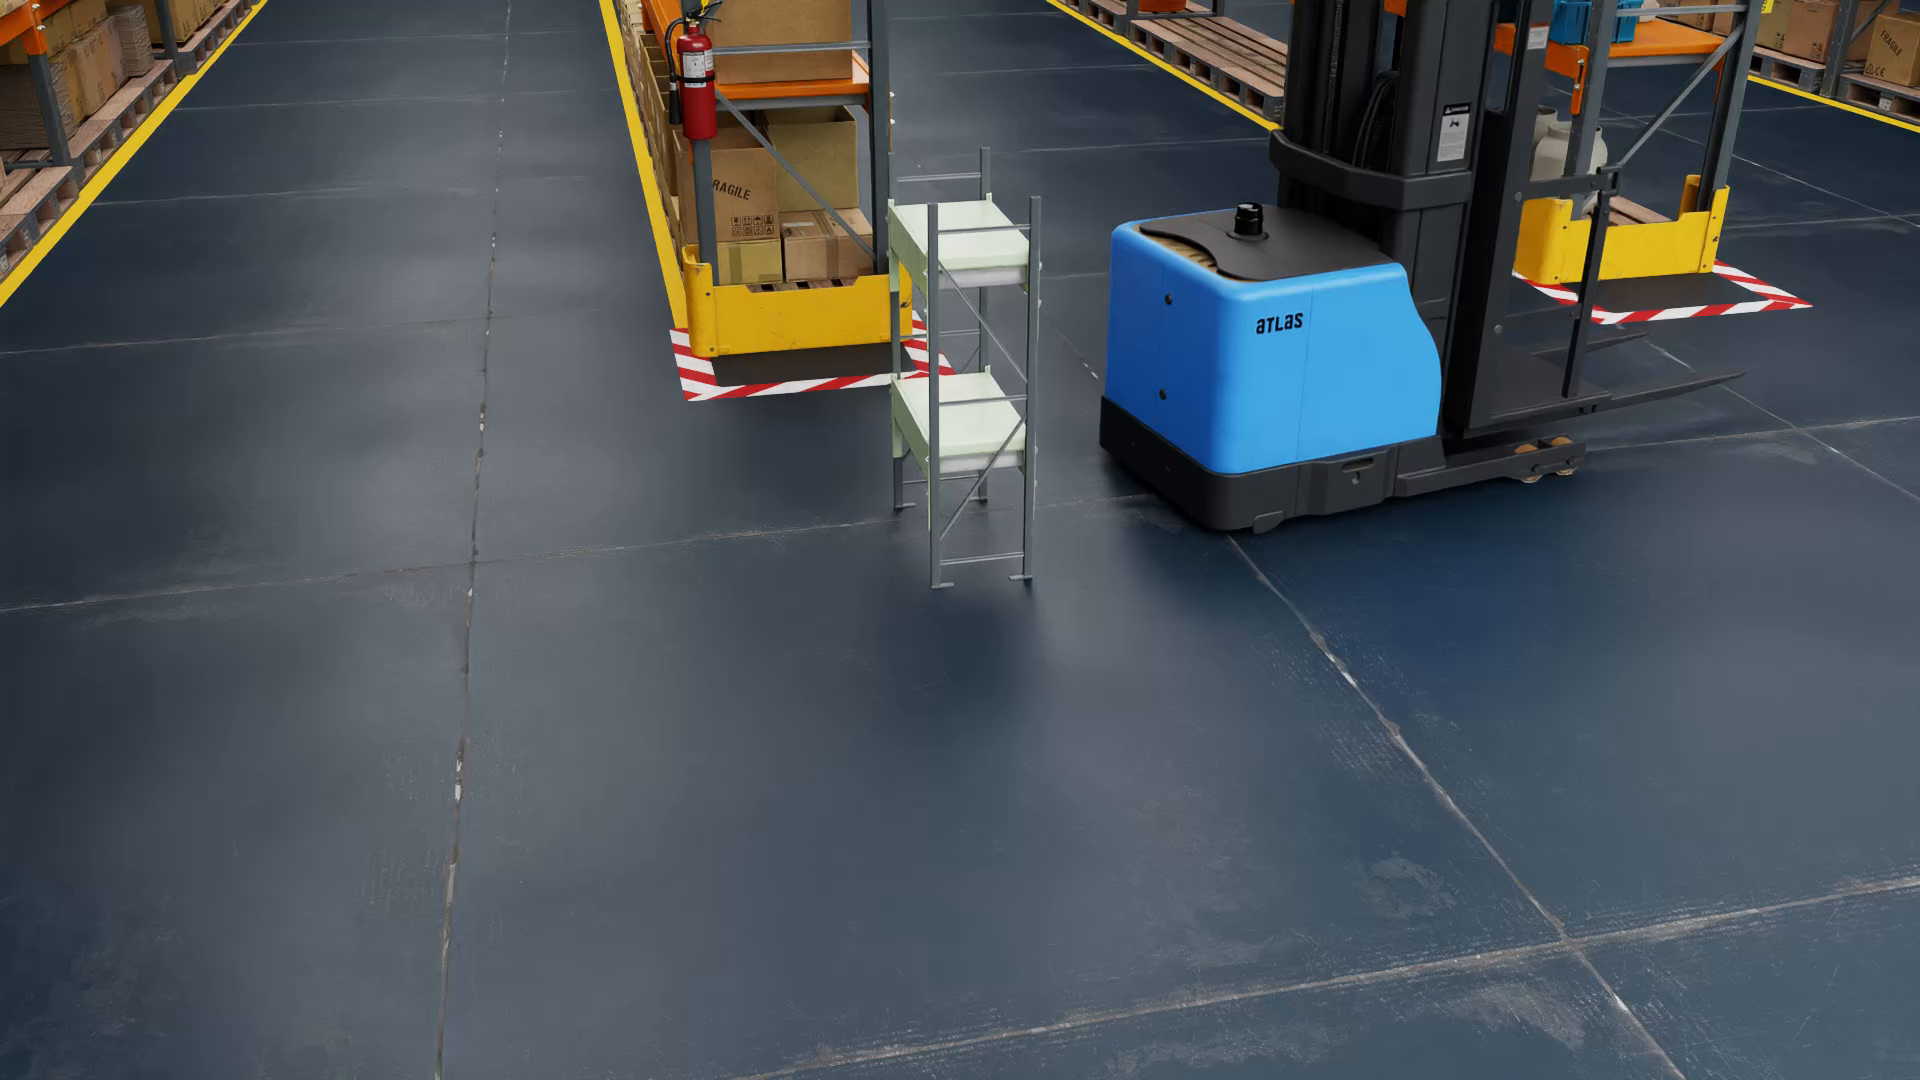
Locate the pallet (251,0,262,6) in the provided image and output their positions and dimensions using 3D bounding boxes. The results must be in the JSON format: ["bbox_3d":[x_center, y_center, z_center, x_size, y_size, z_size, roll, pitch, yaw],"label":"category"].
[{"bbox_3d":[-8.479,-6.287,18.971,1.003,0.211,1.213,-6,27,-12],"label":"pallet"}]

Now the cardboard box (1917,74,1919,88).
[{"bbox_3d":[8.084,-3.828,13.313,0.500,0.500,0.500,2,27,5],"label":"cardboard box"}]

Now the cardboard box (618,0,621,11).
[{"bbox_3d":[-3.213,-5.633,16.867,0.500,0.500,0.500,-7,28,-13],"label":"cardboard box"}]

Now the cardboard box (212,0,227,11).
[{"bbox_3d":[-7.908,-5.755,16.743,0.750,0.750,0.750,-5,27,-10],"label":"cardboard box"}]

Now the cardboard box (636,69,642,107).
[{"bbox_3d":[-2.244,-3.517,12.975,0.500,0.250,0.500,-6,27,-12],"label":"cardboard box"}]

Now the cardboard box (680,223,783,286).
[{"bbox_3d":[-1.263,-1.592,9.160,0.500,0.250,0.500,-6,27,-12],"label":"cardboard box"}]

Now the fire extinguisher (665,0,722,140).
[{"bbox_3d":[-1.280,-2.293,8.049,0.296,0.674,0.183,-6,27,-12],"label":"fire extinguisher"}]

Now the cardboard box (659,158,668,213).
[{"bbox_3d":[-1.613,-2.249,10.462,0.500,0.250,0.500,-6,27,-12],"label":"cardboard box"}]

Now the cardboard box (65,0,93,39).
[{"bbox_3d":[-7.082,-4.056,12.911,0.500,0.250,0.500,-6,27,-12],"label":"cardboard box"}]

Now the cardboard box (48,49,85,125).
[{"bbox_3d":[-6.929,-3.301,12.248,0.700,0.500,0.500,-6,27,-13],"label":"cardboard box"}]

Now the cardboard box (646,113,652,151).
[{"bbox_3d":[-1.947,-2.908,11.768,0.500,0.250,0.500,-6,27,-12],"label":"cardboard box"}]

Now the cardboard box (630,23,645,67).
[{"bbox_3d":[-2.360,-3.988,13.286,0.500,0.311,0.500,-6,27,-12],"label":"cardboard box"}]

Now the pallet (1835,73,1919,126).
[{"bbox_3d":[8.082,-3.650,13.748,1.003,0.211,1.213,-6,27,-12],"label":"pallet"}]

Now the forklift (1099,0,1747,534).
[{"bbox_3d":[2.186,-1.760,6.985,3.031,2.935,1.130,-11,29,-21],"label":"forklift"}]

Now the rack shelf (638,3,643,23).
[{"bbox_3d":[-2.207,-4.739,13.609,1.077,0.370,4.000,-6,27,-12],"label":"rack shelf"}]

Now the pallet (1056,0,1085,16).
[{"bbox_3d":[1.680,-6.071,18.544,1.003,0.211,1.213,-6,27,-12],"label":"pallet"}]

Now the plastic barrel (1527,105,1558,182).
[{"bbox_3d":[3.637,-2.506,10.680,0.421,0.512,0.421,0,27,0],"label":"plastic barrel"}]

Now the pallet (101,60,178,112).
[{"bbox_3d":[-7.308,-3.846,14.135,1.003,0.211,1.213,-6,27,-12],"label":"pallet"}]

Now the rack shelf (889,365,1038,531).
[{"bbox_3d":[0.002,-0.376,6.553,0.431,0.370,0.720,-6,27,-12],"label":"rack shelf"}]

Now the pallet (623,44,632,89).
[{"bbox_3d":[-2.510,-4.328,15.091,1.003,0.211,1.213,-6,27,-12],"label":"pallet"}]

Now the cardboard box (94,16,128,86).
[{"bbox_3d":[-7.267,-3.965,13.563,0.700,0.500,0.500,-6,27,-12],"label":"cardboard box"}]

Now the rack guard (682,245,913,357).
[{"bbox_3d":[-0.849,-1.300,8.770,1.175,0.500,0.348,-6,27,-12],"label":"rack guard"}]

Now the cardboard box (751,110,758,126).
[{"bbox_3d":[-0.998,-2.417,9.962,0.500,0.500,0.500,-6,27,-12],"label":"cardboard box"}]

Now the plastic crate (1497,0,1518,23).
[{"bbox_3d":[3.427,-3.336,10.196,0.499,0.251,0.408,-6,27,-12],"label":"plastic crate"}]

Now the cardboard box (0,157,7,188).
[{"bbox_3d":[-6.432,-2.377,10.787,0.380,0.166,0.250,-10,28,-18],"label":"cardboard box"}]

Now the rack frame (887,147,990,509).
[{"bbox_3d":[-0.081,-0.827,6.725,0.400,1.500,0.023,-6,27,-12],"label":"rack frame"}]

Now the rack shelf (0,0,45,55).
[{"bbox_3d":[-6.131,-2.478,9.130,1.077,0.370,4.000,-6,27,-12],"label":"rack shelf"}]

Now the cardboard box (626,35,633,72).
[{"bbox_3d":[-2.588,-4.190,14.308,0.500,0.250,0.500,-7,28,-13],"label":"cardboard box"}]

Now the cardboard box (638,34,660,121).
[{"bbox_3d":[-1.956,-3.242,11.597,0.500,0.500,0.500,-6,27,-12],"label":"cardboard box"}]

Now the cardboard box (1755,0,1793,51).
[{"bbox_3d":[7.690,-4.750,15.118,0.700,0.500,0.500,-6,27,-12],"label":"cardboard box"}]

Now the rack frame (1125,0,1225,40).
[{"bbox_3d":[2.169,-6.440,16.179,1.000,3.000,0.127,-6,27,-12],"label":"rack frame"}]

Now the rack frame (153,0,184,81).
[{"bbox_3d":[-7.483,-5.434,14.186,1.000,3.000,0.127,-6,27,-12],"label":"rack frame"}]

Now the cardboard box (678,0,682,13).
[{"bbox_3d":[-1.415,-3.581,10.405,0.700,0.500,0.500,-6,27,-11],"label":"cardboard box"}]

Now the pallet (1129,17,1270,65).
[{"bbox_3d":[2.306,-4.851,16.126,1.003,0.211,1.213,-6,27,-12],"label":"pallet"}]

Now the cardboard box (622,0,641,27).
[{"bbox_3d":[-2.699,-4.659,14.615,0.500,0.311,0.500,-7,28,-13],"label":"cardboard box"}]

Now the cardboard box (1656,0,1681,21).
[{"bbox_3d":[7.303,-5.489,16.581,0.700,0.500,0.500,-8,28,-16],"label":"cardboard box"}]

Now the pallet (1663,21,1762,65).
[{"bbox_3d":[7.441,-4.820,16.065,1.003,0.211,1.213,-6,27,-12],"label":"pallet"}]

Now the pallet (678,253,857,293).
[{"bbox_3d":[-1.068,-1.513,9.513,1.003,0.211,1.213,-6,27,-12],"label":"pallet"}]

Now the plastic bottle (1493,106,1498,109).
[{"bbox_3d":[3.767,-2.928,11.762,0.097,0.271,0.097,0,27,0],"label":"plastic bottle"}]

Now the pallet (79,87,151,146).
[{"bbox_3d":[-7.037,-3.311,13.076,1.003,0.211,1.213,-6,27,-12],"label":"pallet"}]

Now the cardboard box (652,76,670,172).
[{"bbox_3d":[-1.616,-2.583,10.293,0.500,0.500,0.500,-6,27,-12],"label":"cardboard box"}]

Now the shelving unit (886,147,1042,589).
[{"bbox_3d":[0.002,-0.667,6.406,0.431,1.500,0.755,-6,27,-12],"label":"shelving unit"}]
